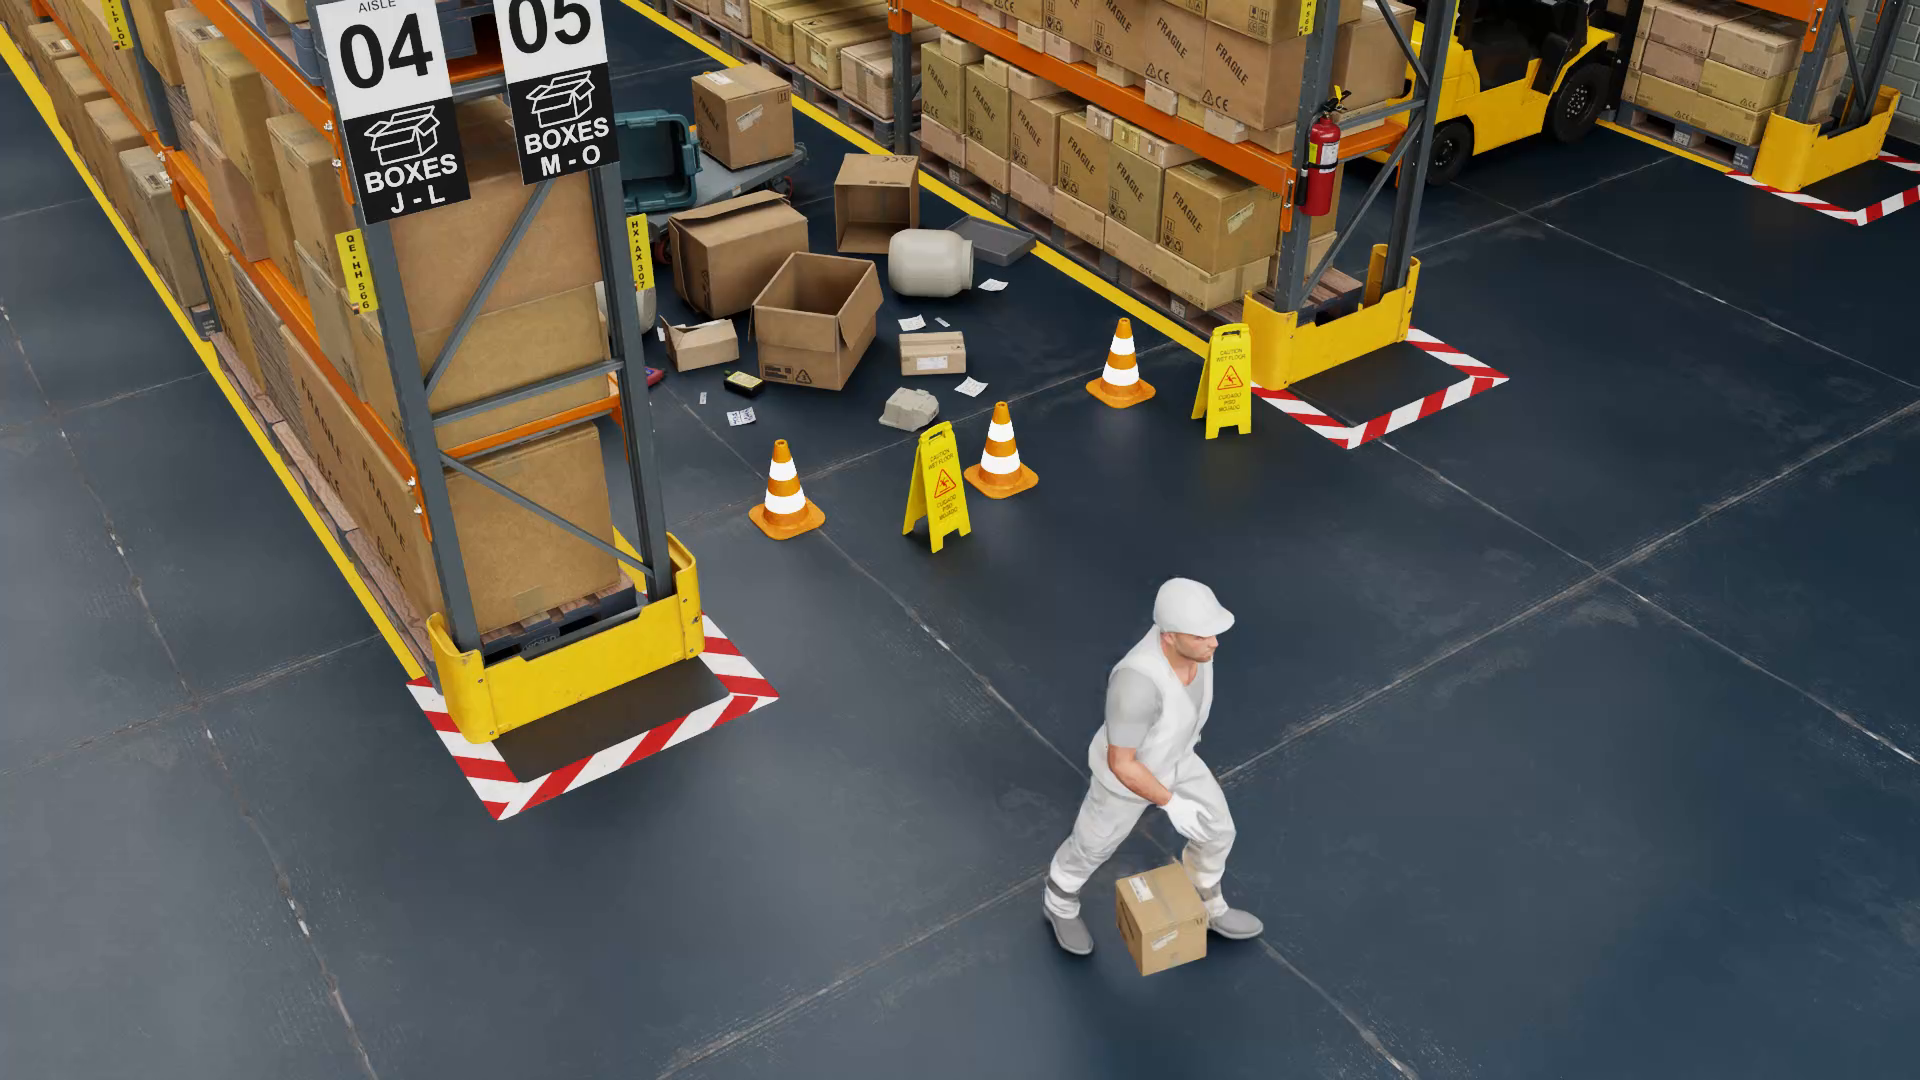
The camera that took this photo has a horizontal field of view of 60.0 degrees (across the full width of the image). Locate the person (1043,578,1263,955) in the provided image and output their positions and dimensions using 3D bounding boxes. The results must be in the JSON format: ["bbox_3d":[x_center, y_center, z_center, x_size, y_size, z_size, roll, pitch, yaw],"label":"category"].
[{"bbox_3d":[0.692,0.818,5.882,0.741,1.746,0.635,27,44,32],"label":"person"}]
